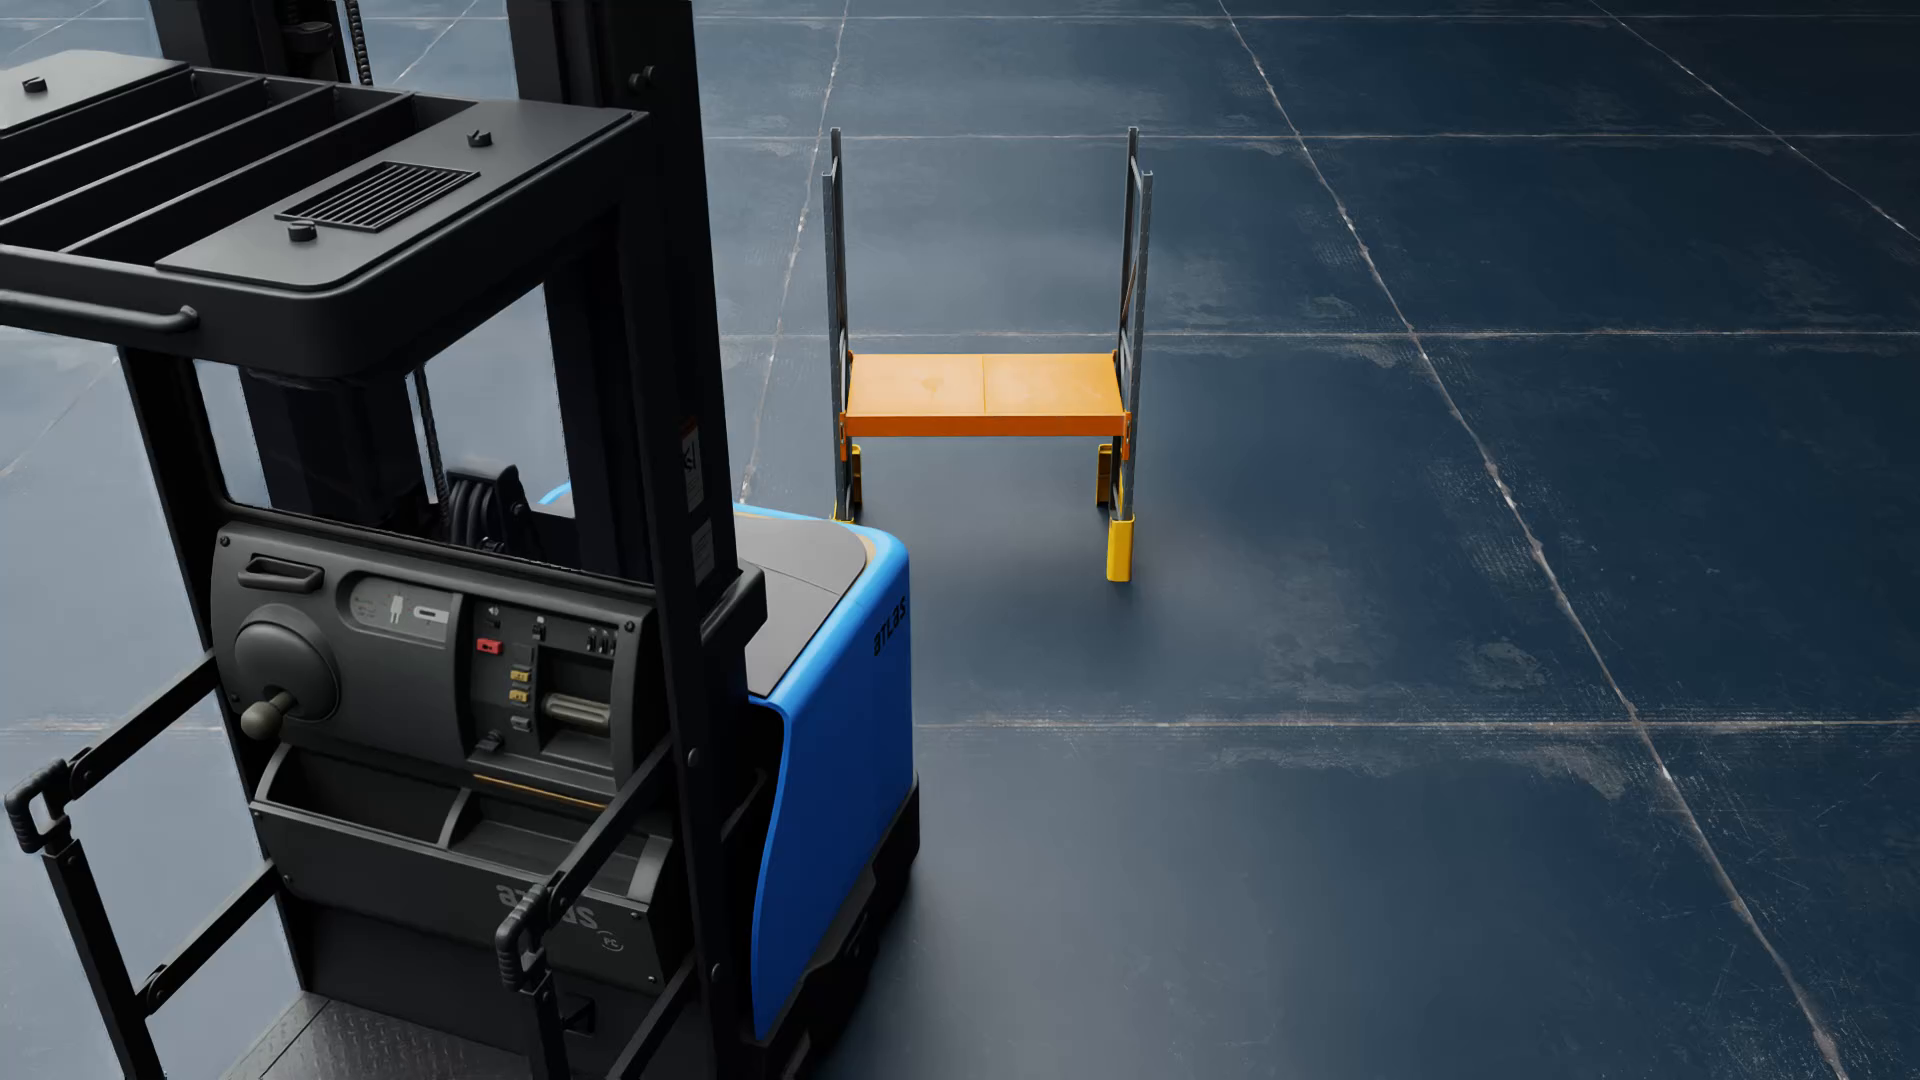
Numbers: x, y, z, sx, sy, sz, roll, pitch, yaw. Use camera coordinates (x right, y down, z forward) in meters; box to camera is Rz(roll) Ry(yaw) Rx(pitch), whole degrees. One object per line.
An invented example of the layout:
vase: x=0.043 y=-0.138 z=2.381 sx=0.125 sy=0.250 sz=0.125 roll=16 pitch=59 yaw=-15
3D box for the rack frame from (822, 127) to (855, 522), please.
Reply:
rack frame: x=-0.423 y=-0.640 z=5.859 sx=0.032 sy=1.500 sz=0.500 roll=0 pitch=31 yaw=0

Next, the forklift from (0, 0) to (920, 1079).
forklift: x=-1.082 y=0.285 z=2.955 sx=1.130 sy=2.935 sz=3.031 roll=10 pitch=33 yaw=16

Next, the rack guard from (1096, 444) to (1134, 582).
rack guard: x=0.574 y=-0.109 z=6.188 sx=0.087 sy=0.250 sz=0.587 roll=0 pitch=31 yaw=0

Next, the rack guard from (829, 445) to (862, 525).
rack guard: x=-0.422 y=-0.106 z=6.183 sx=0.087 sy=0.250 sz=0.587 roll=0 pitch=31 yaw=0

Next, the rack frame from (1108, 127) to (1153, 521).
rack frame: x=0.594 y=-0.643 z=5.864 sx=0.032 sy=1.500 sz=0.500 roll=0 pitch=31 yaw=0

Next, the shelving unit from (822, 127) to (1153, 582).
shelving unit: x=0.076 y=-0.641 z=5.861 sx=1.083 sy=1.500 sz=0.587 roll=0 pitch=31 yaw=0

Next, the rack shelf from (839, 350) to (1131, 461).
rack shelf: x=0.085 y=-0.488 z=5.955 sx=1.000 sy=0.185 sz=0.538 roll=0 pitch=31 yaw=0
